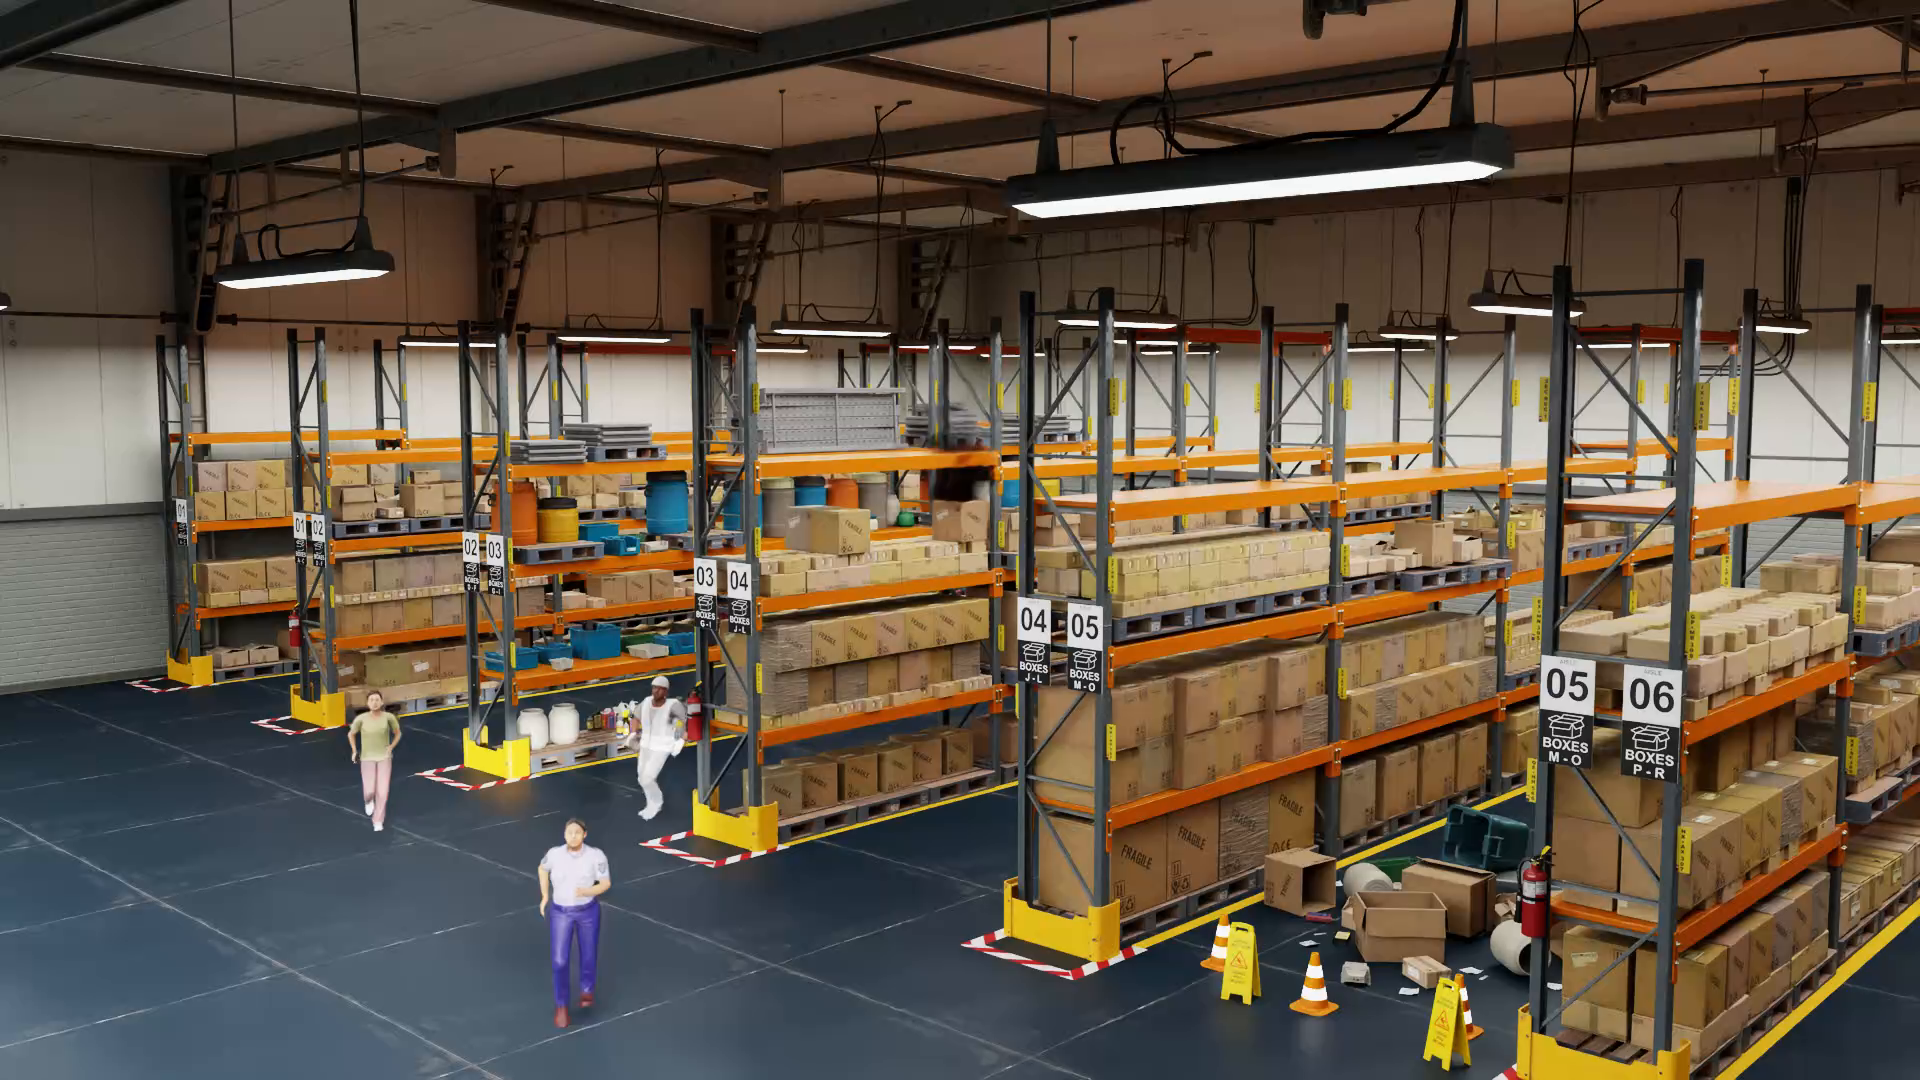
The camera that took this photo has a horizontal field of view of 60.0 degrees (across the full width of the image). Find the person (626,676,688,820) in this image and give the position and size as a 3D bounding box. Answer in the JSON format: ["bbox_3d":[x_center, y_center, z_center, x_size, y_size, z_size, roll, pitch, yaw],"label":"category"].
[{"bbox_3d":[-3.586,2.460,19.608,0.745,1.724,0.609,3,6,29],"label":"person"}]

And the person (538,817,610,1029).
[{"bbox_3d":[-3.127,3.090,13.504,0.577,1.694,0.719,-1,5,-12],"label":"person"}]

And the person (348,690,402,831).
[{"bbox_3d":[-6.783,2.549,19.320,0.588,1.626,0.552,-2,6,-21],"label":"person"}]

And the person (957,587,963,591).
[{"bbox_3d":[0.195,1.166,33.201,0.701,1.770,0.826,5,7,40],"label":"person"}]
